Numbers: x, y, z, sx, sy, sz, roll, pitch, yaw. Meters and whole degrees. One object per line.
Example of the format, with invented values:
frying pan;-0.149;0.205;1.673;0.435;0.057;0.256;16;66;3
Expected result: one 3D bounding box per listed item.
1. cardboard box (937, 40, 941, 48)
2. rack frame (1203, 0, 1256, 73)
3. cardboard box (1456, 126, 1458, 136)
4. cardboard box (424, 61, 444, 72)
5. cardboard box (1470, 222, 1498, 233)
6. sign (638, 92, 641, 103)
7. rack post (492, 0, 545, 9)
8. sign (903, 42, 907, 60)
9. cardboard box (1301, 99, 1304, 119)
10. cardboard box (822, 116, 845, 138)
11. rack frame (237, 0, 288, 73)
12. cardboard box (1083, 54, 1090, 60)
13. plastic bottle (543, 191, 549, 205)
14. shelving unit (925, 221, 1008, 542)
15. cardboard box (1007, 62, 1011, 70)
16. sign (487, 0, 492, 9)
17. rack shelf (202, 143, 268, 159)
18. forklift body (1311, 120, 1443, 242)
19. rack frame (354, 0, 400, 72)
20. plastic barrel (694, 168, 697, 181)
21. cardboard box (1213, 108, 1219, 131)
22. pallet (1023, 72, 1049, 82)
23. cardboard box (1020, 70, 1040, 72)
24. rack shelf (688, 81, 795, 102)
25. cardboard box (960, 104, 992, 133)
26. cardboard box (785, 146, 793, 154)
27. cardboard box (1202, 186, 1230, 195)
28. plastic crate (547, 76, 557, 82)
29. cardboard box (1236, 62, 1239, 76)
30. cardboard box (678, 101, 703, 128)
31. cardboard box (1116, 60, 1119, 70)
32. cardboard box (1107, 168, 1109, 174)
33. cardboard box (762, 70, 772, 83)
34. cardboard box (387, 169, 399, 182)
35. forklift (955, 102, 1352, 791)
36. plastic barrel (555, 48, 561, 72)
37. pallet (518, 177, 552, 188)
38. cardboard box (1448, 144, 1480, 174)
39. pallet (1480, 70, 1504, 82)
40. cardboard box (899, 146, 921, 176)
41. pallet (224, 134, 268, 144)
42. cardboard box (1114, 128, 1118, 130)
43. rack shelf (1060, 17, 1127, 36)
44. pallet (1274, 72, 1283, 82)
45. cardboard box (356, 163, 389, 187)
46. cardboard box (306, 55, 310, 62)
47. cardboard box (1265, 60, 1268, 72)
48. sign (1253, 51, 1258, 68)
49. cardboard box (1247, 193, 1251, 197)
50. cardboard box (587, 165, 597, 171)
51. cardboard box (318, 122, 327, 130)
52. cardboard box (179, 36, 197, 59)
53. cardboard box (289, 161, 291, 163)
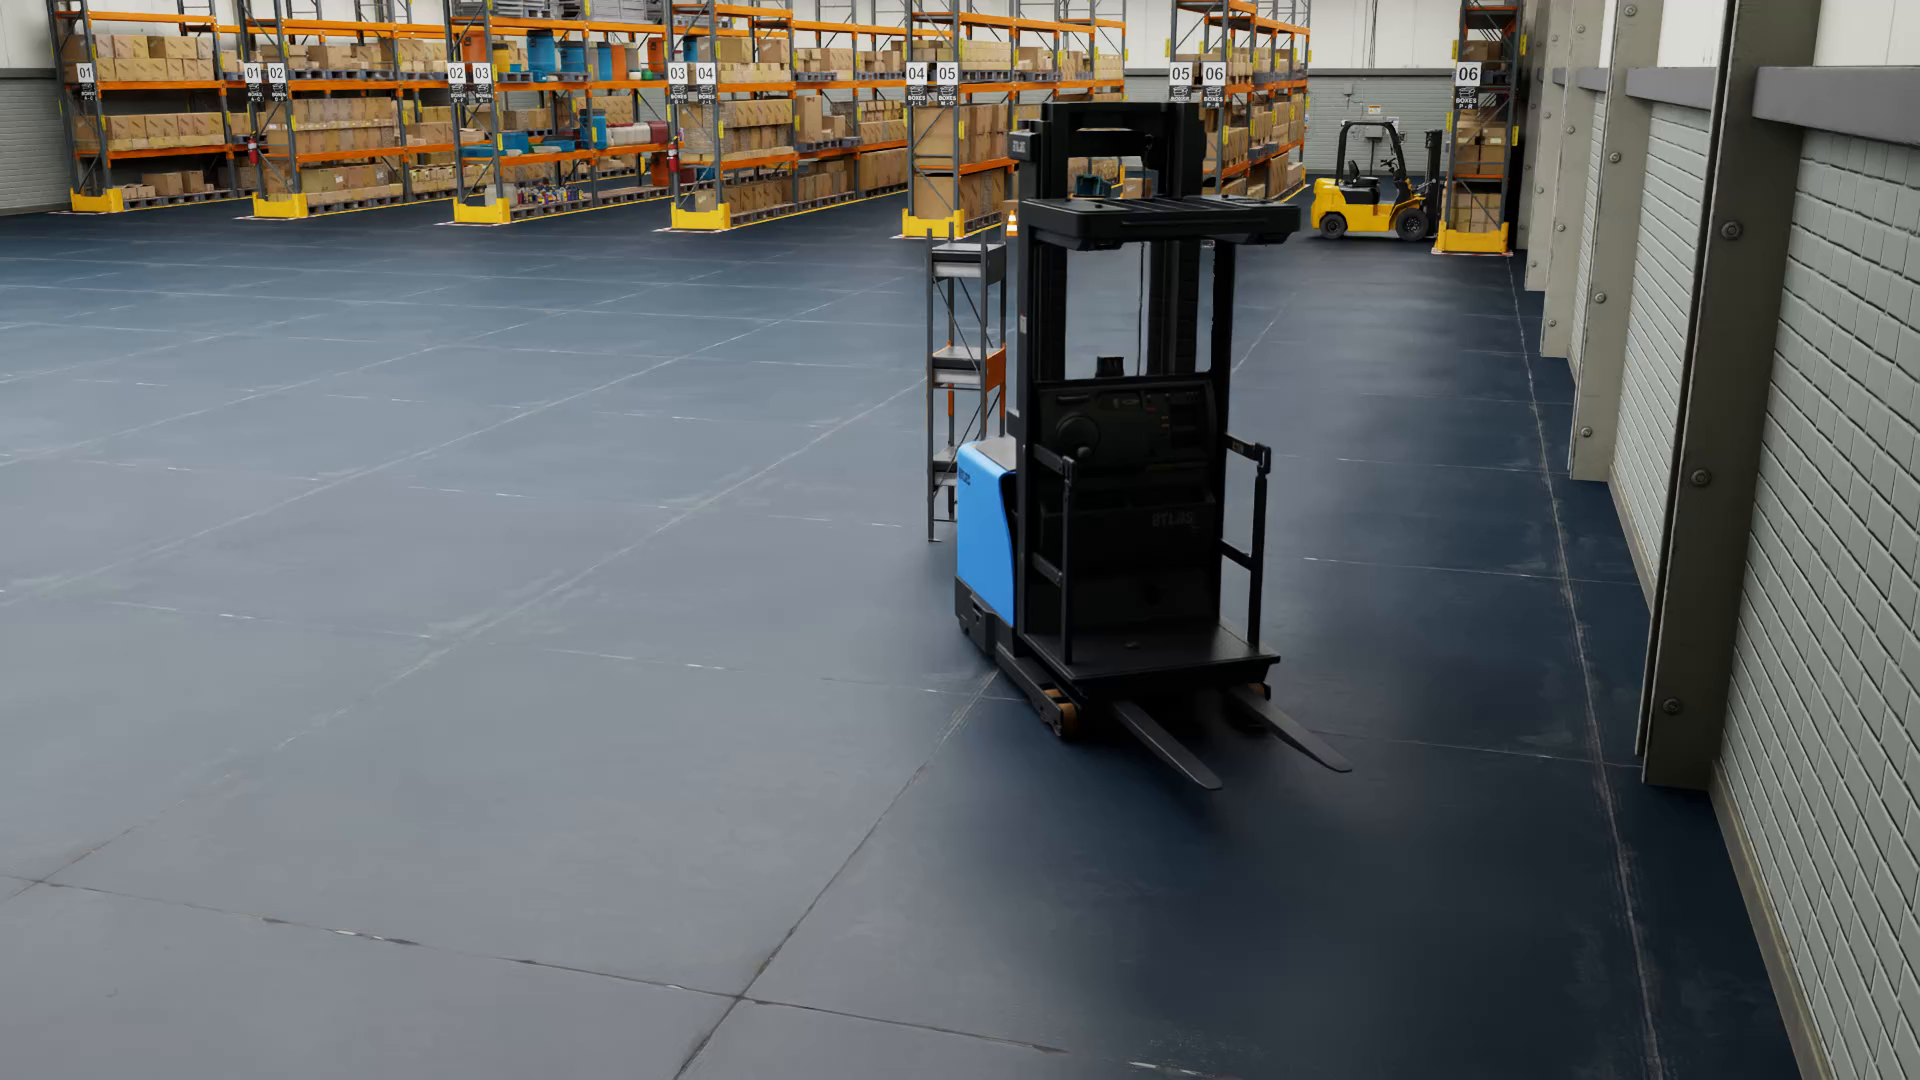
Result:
cardboard box;-0.589;-9.499;31.872;0.380;0.149;0.250;5;17;17
rack frame;5.407;-10.872;33.168;1.000;3.000;0.127;5;16;16
cardboard box;8.970;-7.235;29.424;0.380;0.149;0.250;5;16;16
cardboard box;-12.989;-11.592;40.708;0.500;0.250;0.500;3;16;11
cardboard box;9.357;-5.548;29.661;0.500;0.250;0.500;5;16;16
sign;-9.655;-13.323;50.105;0.100;0.325;0.005;5;16;16
rack post;-9.459;-11.451;35.348;0.937;0.300;0.954;4;16;15
sign;-1.021;-9.173;31.199;0.100;0.325;0.005;5;16;16
cardboard box;8.788;-11.371;43.905;0.500;0.500;0.500;5;16;16
cardboard box;-3.136;-9.752;39.263;0.700;0.500;0.500;7;17;24
rack frame;-14.728;-11.363;34.899;1.000;3.000;0.127;5;16;16
cardboard box;3.221;-12.297;42.316;0.380;0.149;0.250;4;16;15
plastic bottle;-9.084;-7.504;36.462;0.061;0.283;0.133;5;17;17
shelving unit;0.047;-1.053;11.196;0.431;2.100;0.503;5;16;16
cardboard box;0.835;-9.795;34.377;0.380;0.149;0.250;5;16;16
sign;-9.454;-10.833;33.416;0.100;0.325;0.005;5;16;16
rack shelf;-17.773;-10.084;42.701;1.077;0.370;4.000;5;16;16
forklift body;7.820;-6.784;31.307;2.313;2.155;1.214;5;16;16
rack frame;-13.591;-12.409;38.589;1.000;3.000;0.127;5;16;16
plastic barrel;-7.188;-9.769;44.064;0.421;0.512;0.421;0;16;0
cardboard box;4.678;-8.155;32.022;0.700;0.500;0.500;5;16;16
pallet;1.322;-10.276;36.912;1.003;0.211;1.213;5;17;18
cardboard box;1.688;-11.050;39.109;0.500;0.500;0.500;5;16;16
rack shelf;-4.663;-9.328;34.540;1.077;0.370;4.000;5;16;16
cardboard box;0.164;-8.557;33.748;0.875;0.550;0.550;5;16;16
cardboard box;-3.874;-8.554;36.451;0.380;0.149;0.250;5;16;16
cardboard box;4.771;-6.375;31.203;0.500;0.500;0.500;4;16;14
plastic crate;-8.912;-10.003;36.085;0.243;0.136;0.396;5;16;16
cardboard box;4.944;-8.832;31.204;0.500;0.250;0.500;5;17;18
cardboard box;-5.312;-8.543;33.390;0.500;0.500;0.500;5;16;16
cardboard box;4.011;-12.820;44.891;0.500;0.250;0.500;4;16;14
cardboard box;3.795;-9.958;44.849;0.380;0.149;0.250;5;17;19
cardboard box;-4.272;-9.716;34.865;0.500;0.250;0.500;5;16;15
cardboard box;-13.751;-8.800;40.101;0.500;0.311;0.500;5;16;16
forklift;0.897;-0.585;8.019;1.130;2.935;3.031;-5;17;-17
plastic barrel;-9.154;-10.740;37.224;0.421;0.512;0.421;0;16;0
pallet;-11.857;-9.739;45.278;1.003;0.211;1.213;5;16;16
cardboard box;8.918;-6.752;29.455;0.500;0.500;0.500;4;16;15
pallet;9.949;-8.777;31.442;1.003;0.211;1.213;5;16;16
cardboard box;-1.557;-10.193;44.894;0.875;0.875;0.875;5;16;16
pallet;-17.985;-10.003;41.450;1.003;0.211;1.213;5;16;16
cardboard box;4.010;-11.402;45.302;0.500;0.500;0.500;4;16;15
rack shelf;3.474;-13.498;43.750;1.077;0.370;4.000;5;16;16
pallet;6.676;-10.557;37.901;1.213;0.211;1.003;5;17;18
cardboard box;-13.667;-8.495;38.678;0.500;0.500;0.500;5;16;16
cardboard box;-14.496;-10.613;36.891;0.500;0.311;0.500;7;17;22
cardboard box;6.101;-9.813;34.438;0.500;0.250;0.500;4;16;15
sign;5.929;-9.637;33.365;0.100;0.325;0.005;5;16;16
cardboard box;5.554;-7.061;34.772;0.950;0.372;0.625;5;17;17
cardboard box;-10.755;-10.785;48.242;0.380;0.166;0.250;5;16;16
cardboard box;-14.191;-9.123;36.625;0.380;0.149;0.250;4;16;15
cardboard box;-18.371;-11.591;39.149;0.500;0.500;0.500;6;17;19
cardboard box;-17.582;-9.986;43.440;0.500;0.250;0.500;5;17;17
